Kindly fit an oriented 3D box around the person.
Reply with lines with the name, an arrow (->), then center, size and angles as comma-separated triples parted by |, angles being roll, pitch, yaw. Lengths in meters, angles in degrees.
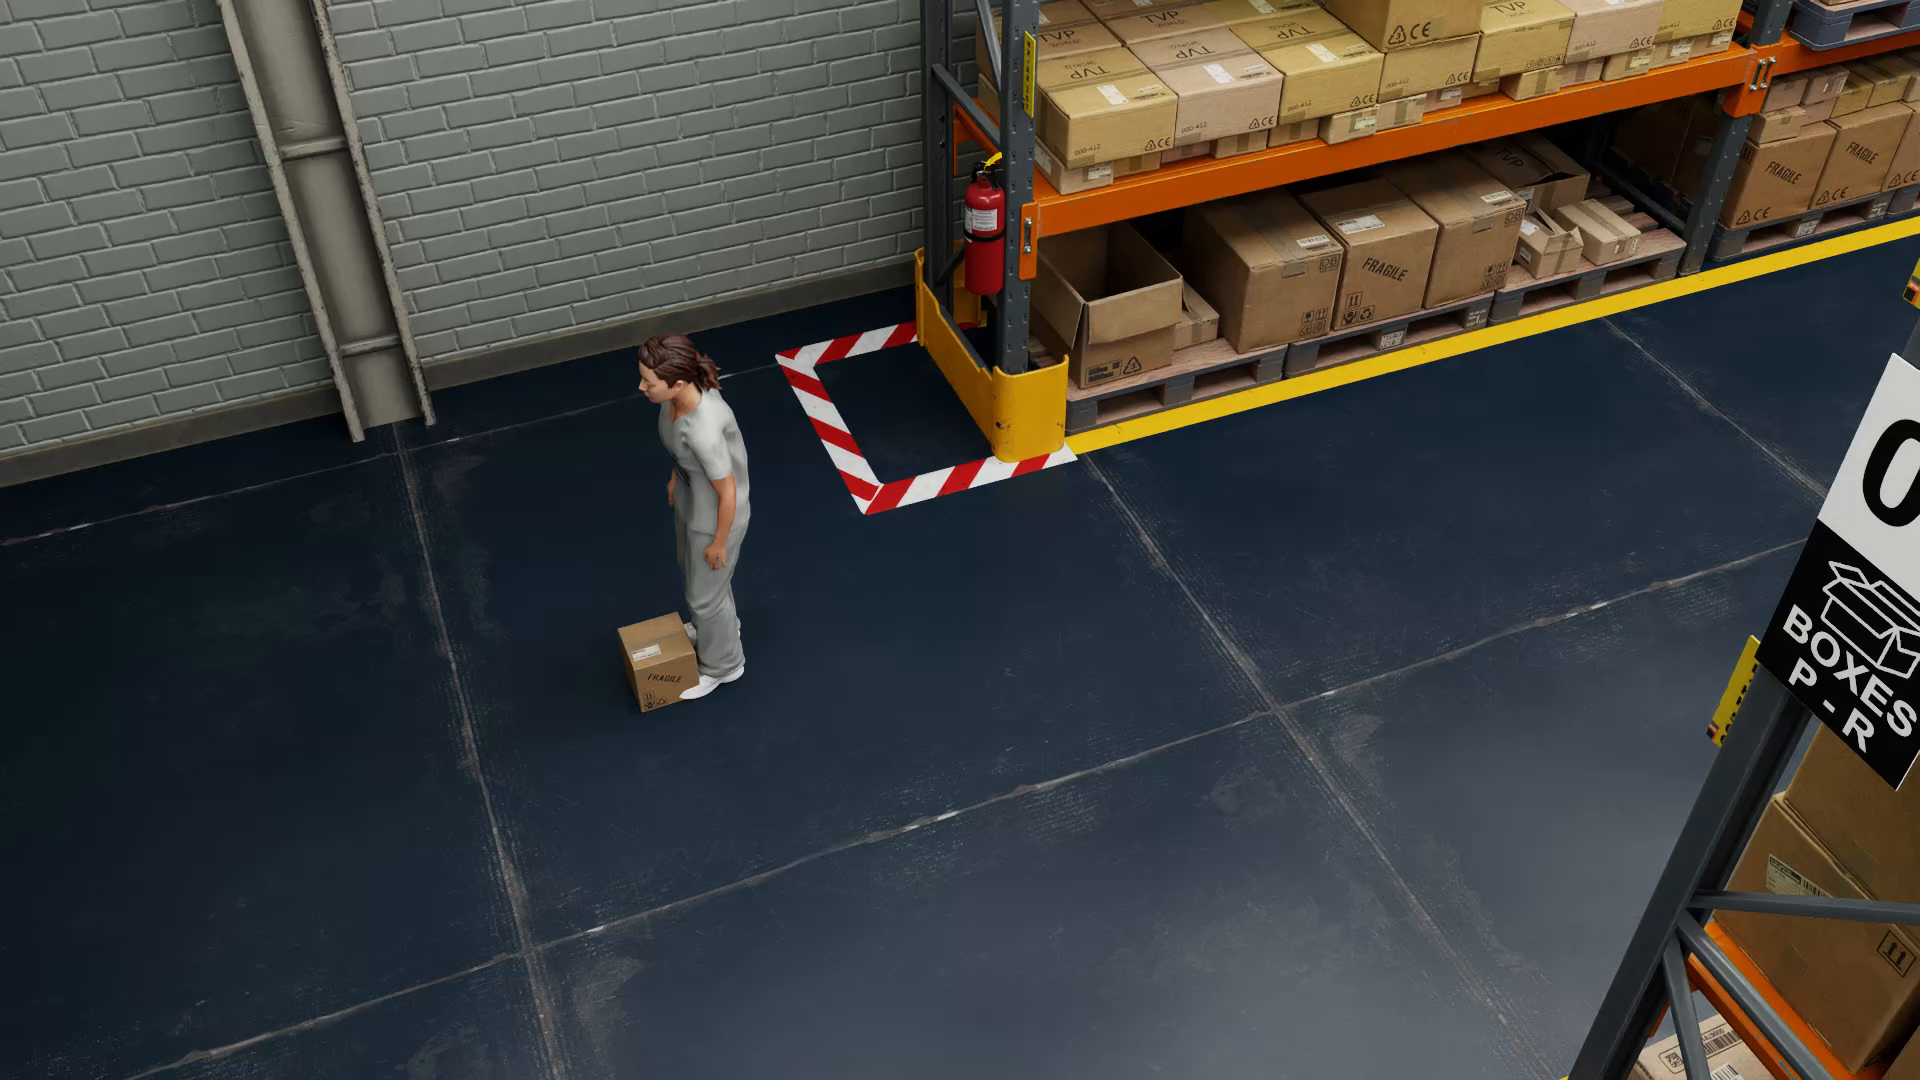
person -> -1.003, -0.099, 6.272 | 0.417, 1.671, 0.511 | -18, 45, -19
